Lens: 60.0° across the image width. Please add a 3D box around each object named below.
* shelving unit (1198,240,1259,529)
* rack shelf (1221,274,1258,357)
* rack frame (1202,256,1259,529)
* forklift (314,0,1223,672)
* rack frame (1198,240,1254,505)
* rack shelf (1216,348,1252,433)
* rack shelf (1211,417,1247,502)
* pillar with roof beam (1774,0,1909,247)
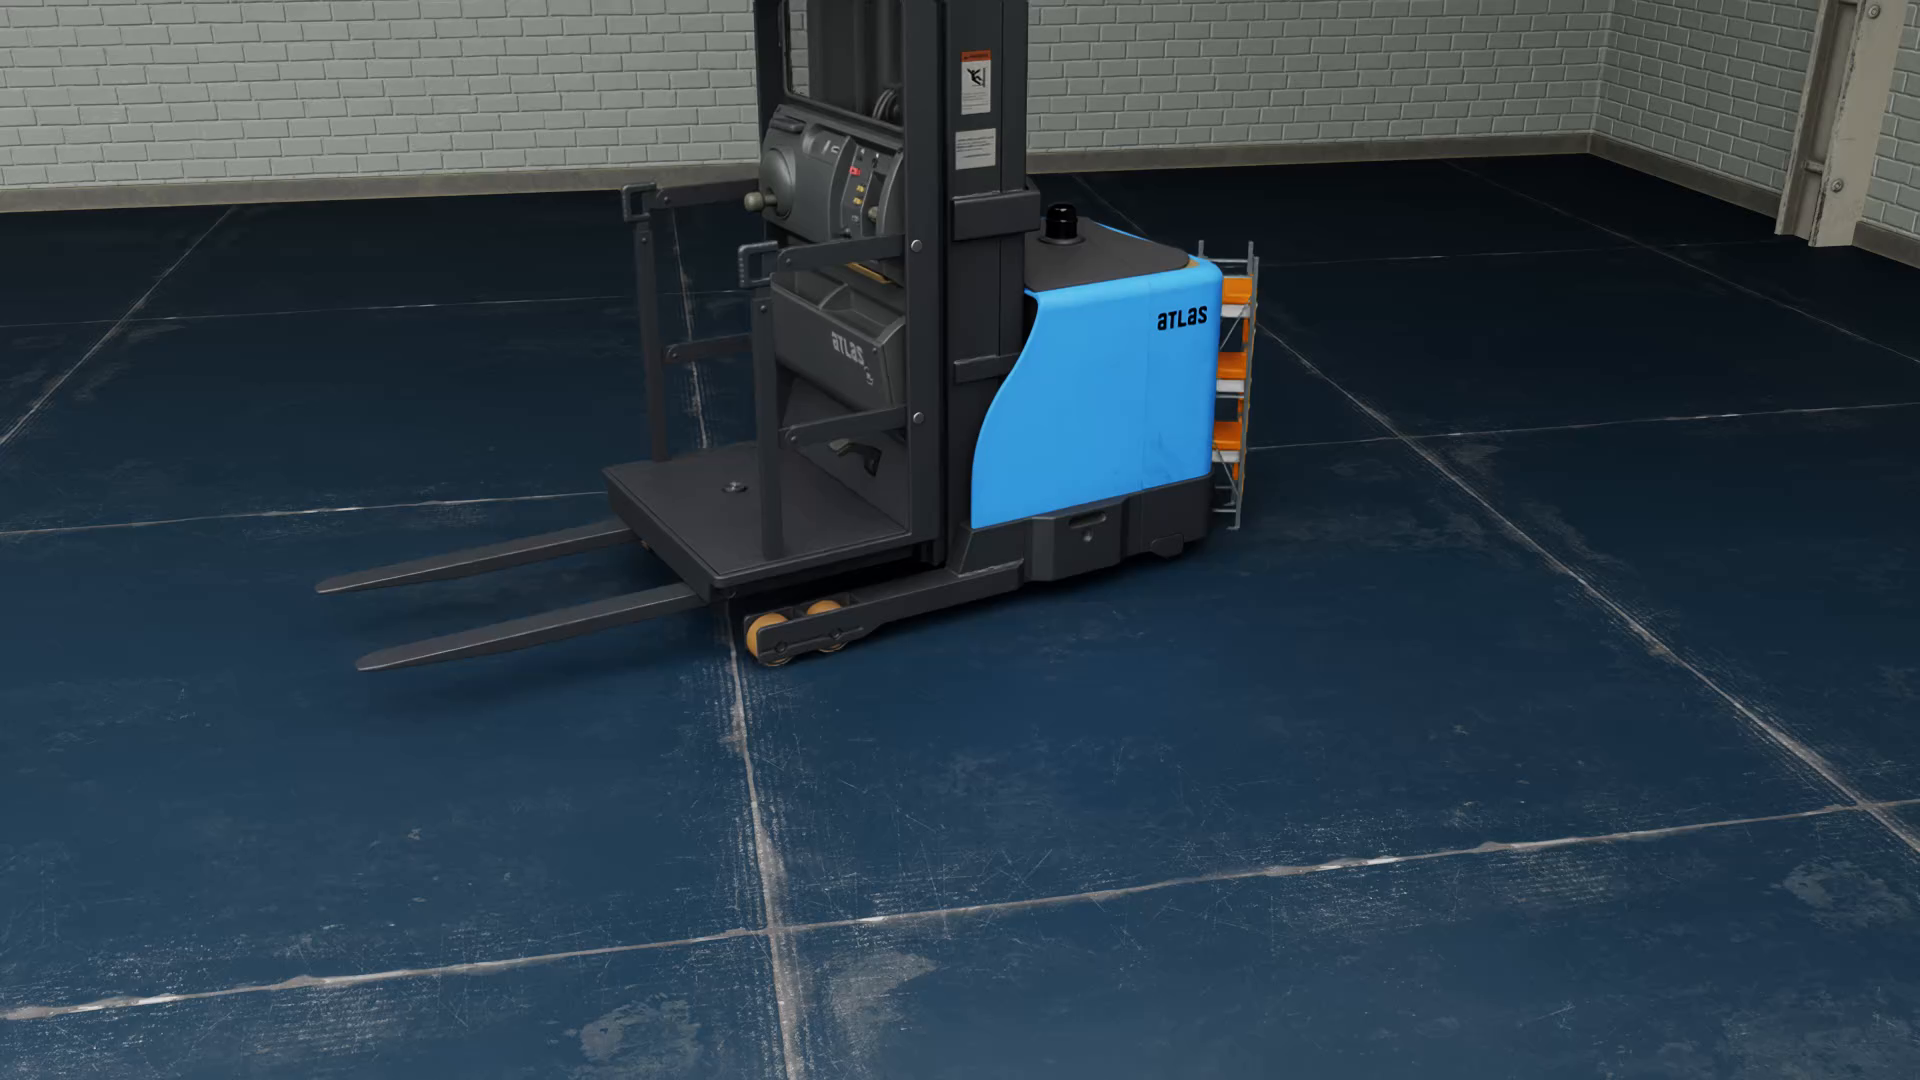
[{"bbox_3d":[0.977,-0.578,6.257,0.215,1.050,0.252,2,23,4],"label":"shelving unit"},{"bbox_3d":[0.977,-0.829,6.149,0.215,0.259,0.240,2,23,4],"label":"rack shelf"},{"bbox_3d":[0.967,-0.530,6.145,0.200,1.050,0.008,2,23,4],"label":"rack frame"},{"bbox_3d":[-0.604,-1.180,5.289,3.031,2.935,1.130,-13,27,-27],"label":"forklift"},{"bbox_3d":[0.987,-0.625,6.369,0.200,1.050,0.008,2,23,4],"label":"rack frame"},{"bbox_3d":[0.976,-0.568,6.261,0.215,0.259,0.240,2,23,4],"label":"rack shelf"},{"bbox_3d":[0.976,-0.312,6.370,0.215,0.259,0.240,2,23,4],"label":"rack shelf"},{"bbox_3d":[1.259,-5.742,8.153,9.100,9.000,0.400,-4,24,-10],"label":"pillar with roof beam"}]
